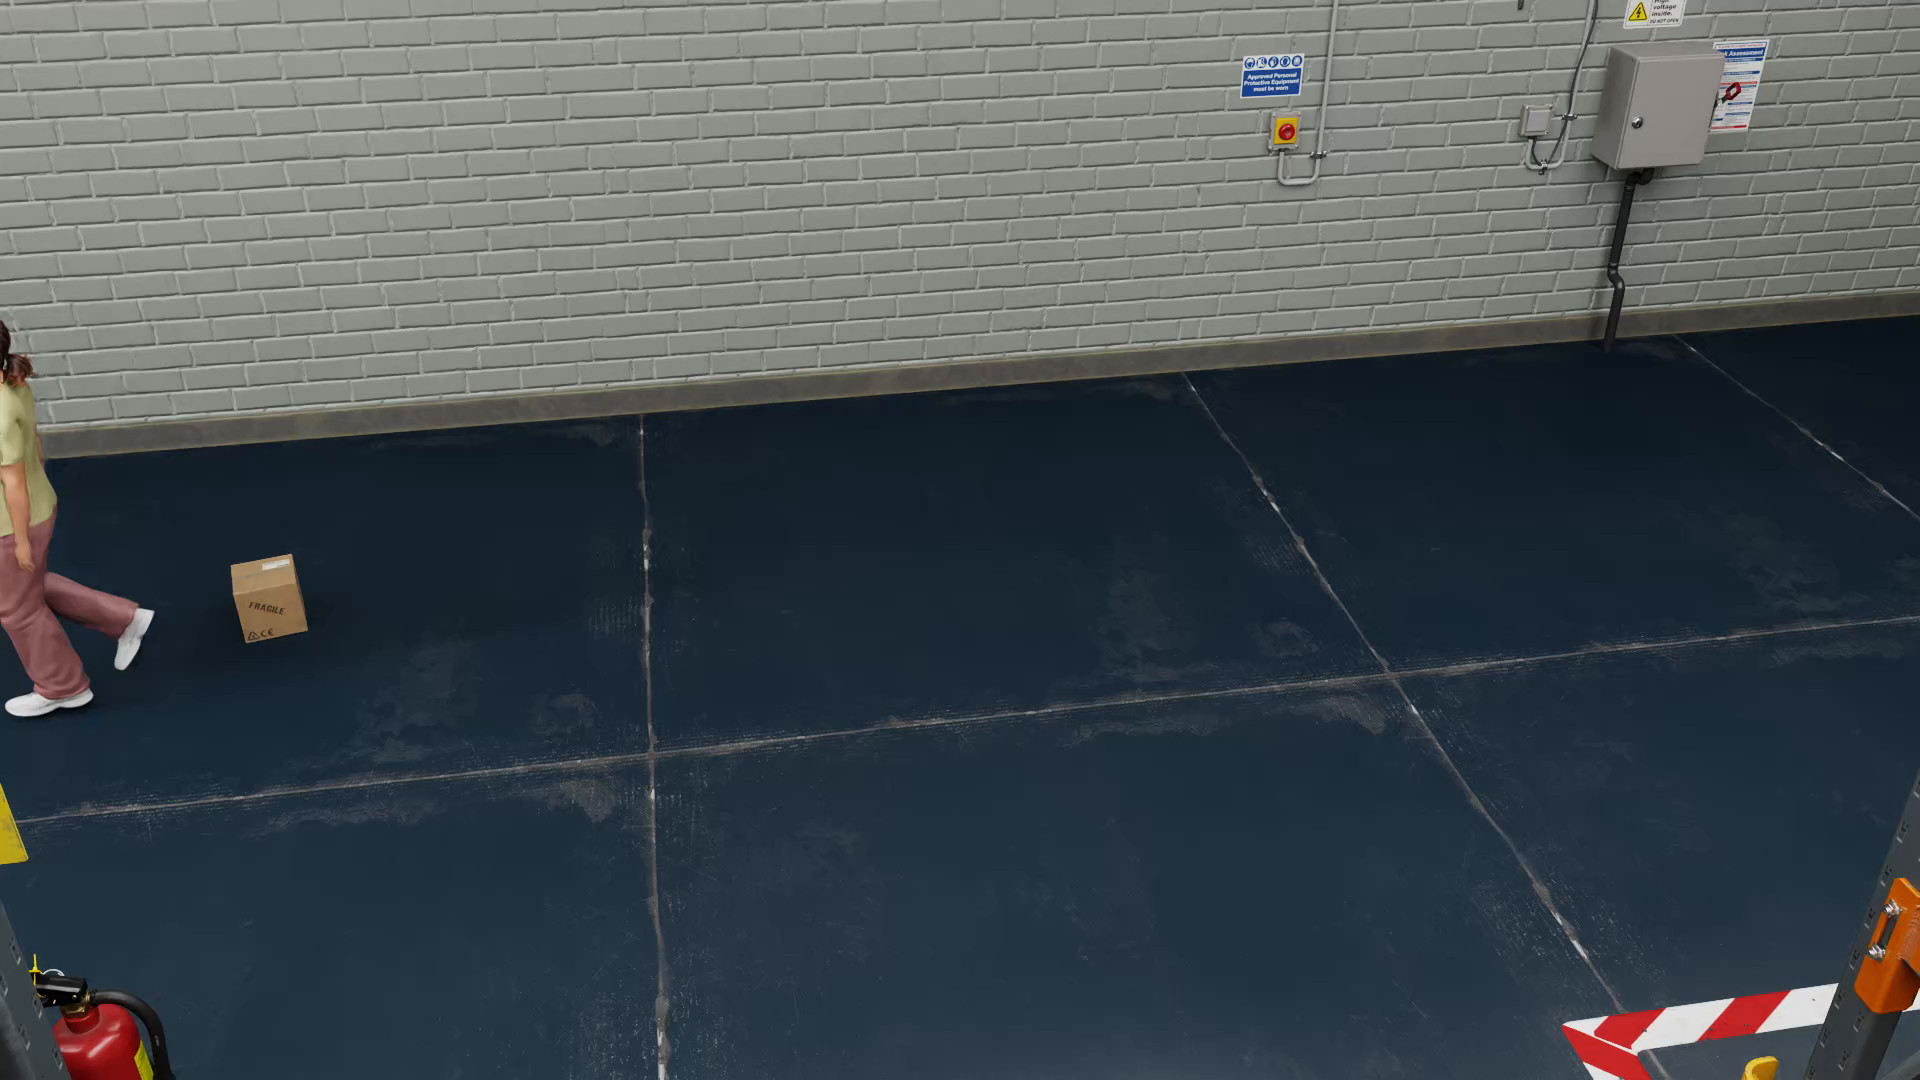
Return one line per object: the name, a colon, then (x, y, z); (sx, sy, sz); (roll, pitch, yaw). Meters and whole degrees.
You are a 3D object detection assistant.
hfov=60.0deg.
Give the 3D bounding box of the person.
person: (-3.485, -0.087, 6.245); (0.589, 1.656, 0.442); (-10, 32, -16)
